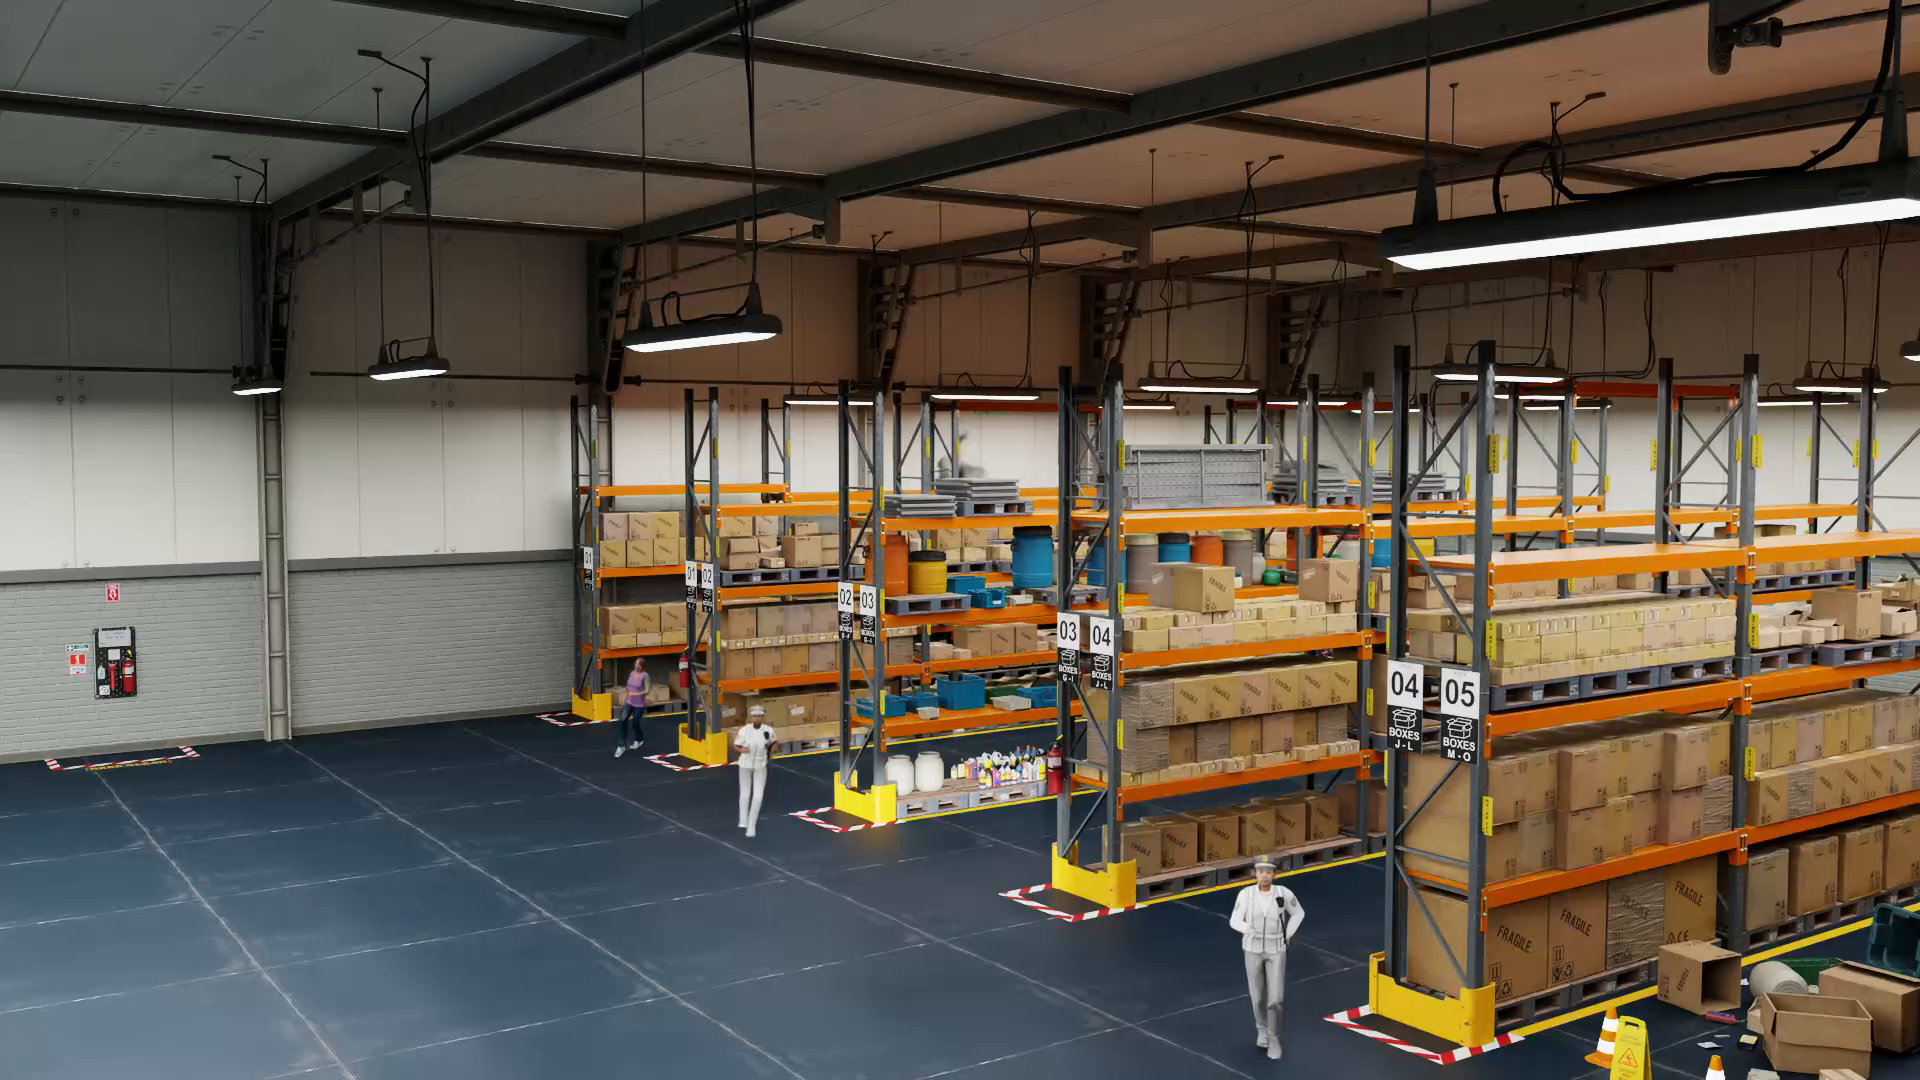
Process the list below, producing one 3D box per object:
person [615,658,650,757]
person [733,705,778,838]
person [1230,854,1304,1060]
[{"bbox_3d":[-5.320,2.722,27.293,0.541,1.585,0.771,1,4,19],"label":"person"},{"bbox_3d":[-2.683,3.029,21.818,0.579,1.743,0.722,0,3,-5],"label":"person"},{"bbox_3d":[2.572,3.500,13.975,0.609,1.738,0.616,1,4,14],"label":"person"}]
